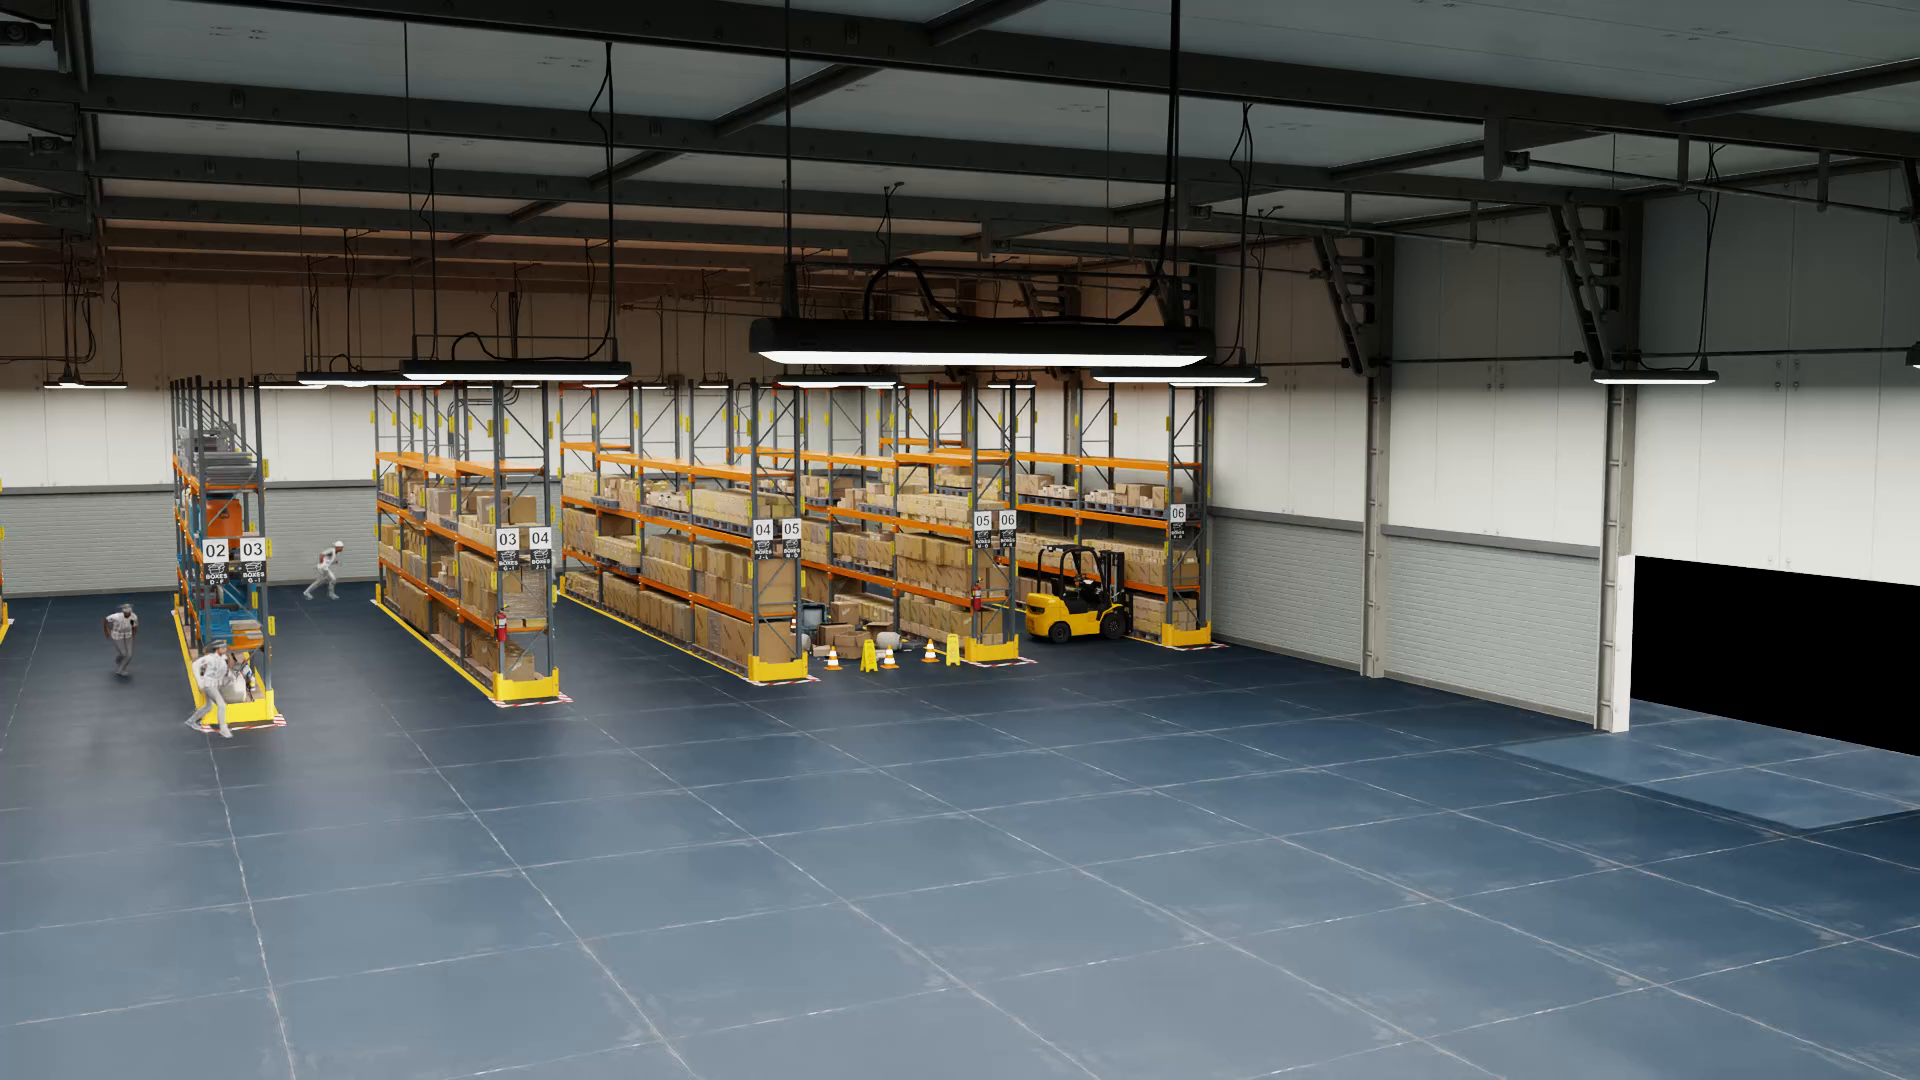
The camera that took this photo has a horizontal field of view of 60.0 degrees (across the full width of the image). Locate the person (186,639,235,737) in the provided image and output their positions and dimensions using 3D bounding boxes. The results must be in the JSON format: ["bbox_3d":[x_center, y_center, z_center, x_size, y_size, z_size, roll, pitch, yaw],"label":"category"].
[{"bbox_3d":[-12.500,2.483,27.659,0.882,1.699,0.654,1,5,10],"label":"person"}]

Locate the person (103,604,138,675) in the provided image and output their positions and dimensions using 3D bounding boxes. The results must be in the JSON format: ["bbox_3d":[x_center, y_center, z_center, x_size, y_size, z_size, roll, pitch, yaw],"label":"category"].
[{"bbox_3d":[-16.870,2.019,33.469,0.785,1.481,0.596,5,7,44],"label":"person"}]

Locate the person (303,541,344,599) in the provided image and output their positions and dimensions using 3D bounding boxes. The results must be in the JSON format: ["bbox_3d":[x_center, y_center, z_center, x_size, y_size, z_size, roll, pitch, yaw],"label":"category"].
[{"bbox_3d":[-17.622,0.846,46.078,1.121,1.604,0.695,-1,5,-9],"label":"person"}]

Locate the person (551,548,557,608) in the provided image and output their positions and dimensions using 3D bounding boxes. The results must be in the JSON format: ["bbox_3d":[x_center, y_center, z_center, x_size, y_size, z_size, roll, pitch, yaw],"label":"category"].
[{"bbox_3d":[-11.057,0.869,44.325,0.706,1.798,1.009,-3,6,-31],"label":"person"}]
